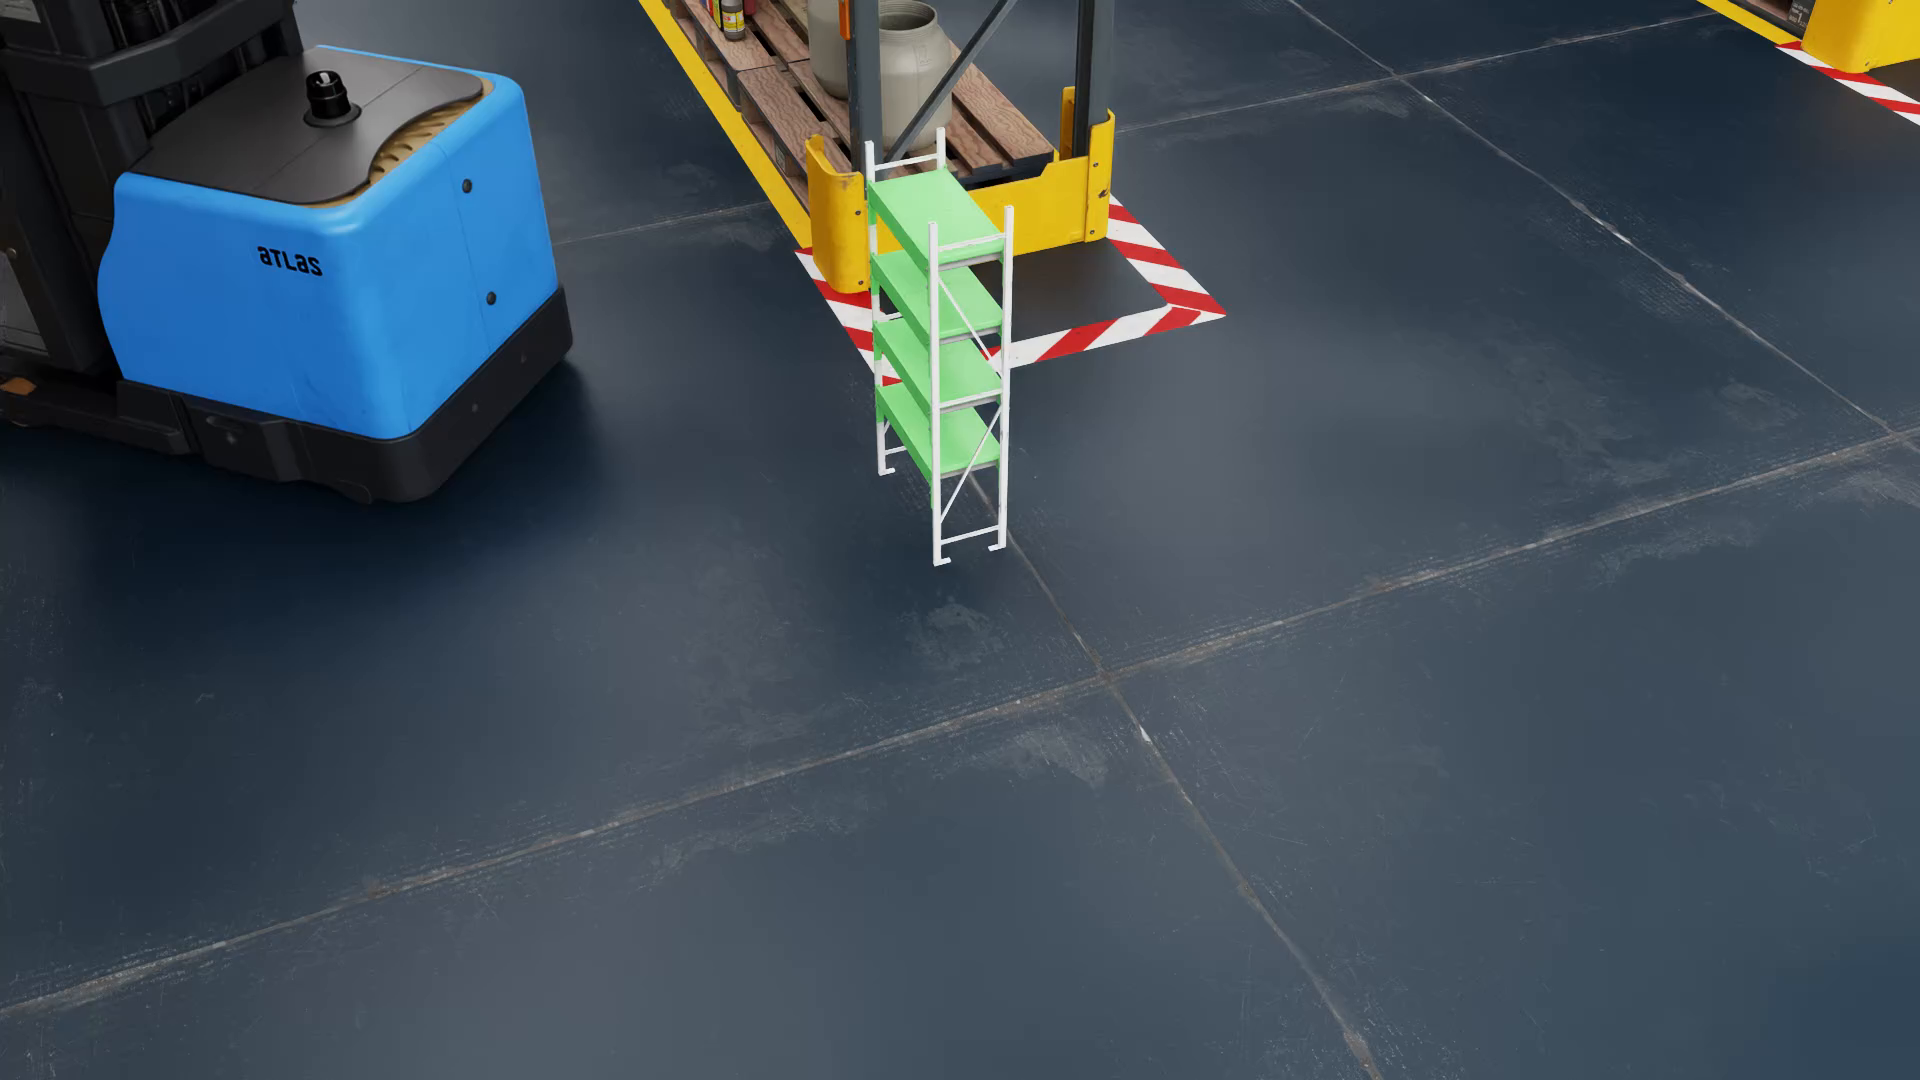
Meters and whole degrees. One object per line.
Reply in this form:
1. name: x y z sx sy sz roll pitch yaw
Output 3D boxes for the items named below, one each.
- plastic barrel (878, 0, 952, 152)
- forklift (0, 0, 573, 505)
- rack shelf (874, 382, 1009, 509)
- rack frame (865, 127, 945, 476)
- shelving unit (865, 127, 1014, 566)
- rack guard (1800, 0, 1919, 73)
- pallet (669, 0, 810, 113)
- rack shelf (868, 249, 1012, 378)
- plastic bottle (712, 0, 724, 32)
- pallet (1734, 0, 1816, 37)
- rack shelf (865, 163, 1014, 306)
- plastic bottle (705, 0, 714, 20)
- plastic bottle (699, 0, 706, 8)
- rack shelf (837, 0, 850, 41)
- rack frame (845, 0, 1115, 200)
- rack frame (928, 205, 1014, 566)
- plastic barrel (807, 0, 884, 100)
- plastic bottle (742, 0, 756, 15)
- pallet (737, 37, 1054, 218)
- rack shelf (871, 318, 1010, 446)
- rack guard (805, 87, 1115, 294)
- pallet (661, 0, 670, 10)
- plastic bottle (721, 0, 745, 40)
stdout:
1. plastic barrel: -0.243 -1.872 6.712 0.421 0.512 0.421 0 41 0
2. forklift: -2.959 -1.810 5.106 3.031 2.935 1.130 13 42 15
3. rack shelf: -0.063 -0.324 5.173 0.258 0.148 0.480 -15 43 -17
4. rack frame: -0.157 -0.702 5.146 0.240 1.200 0.015 -15 43 -17
5. shelving unit: -0.063 -0.555 4.975 0.258 1.200 0.503 -15 43 -17
6. rack guard: 4.627 -2.612 7.904 1.175 0.500 0.348 -15 43 -17
7. pallet: -0.762 -2.480 7.972 1.003 0.211 1.213 -15 43 -17
8. rack shelf: -0.063 -0.688 4.860 0.258 0.148 0.480 -15 43 -17
9. plastic bottle: -1.089 -2.478 7.577 0.061 0.283 0.133 -14 43 -16
10. pallet: 4.349 -3.001 8.578 1.003 0.211 1.213 -15 43 -17
11. rack shelf: -0.063 -0.870 4.703 0.258 0.148 0.480 -15 43 -17
12. plastic bottle: -1.099 -2.568 7.688 0.152 0.276 0.135 -15 43 -17
13. plastic bottle: -1.152 -2.652 7.785 0.152 0.276 0.135 -16 43 -18
14. rack shelf: -0.685 -3.211 7.235 1.077 0.370 4.000 -15 43 -17
15. rack frame: 0.080 -2.279 5.599 1.000 3.000 0.127 -15 43 -17
16. rack frame: 0.030 -0.408 4.804 0.240 1.200 0.015 -15 43 -17
17. plastic barrel: -0.434 -2.174 7.063 0.421 0.512 0.421 0 41 0
18. plastic bottle: -1.001 -2.598 7.717 0.061 0.283 0.133 -15 43 -17
19. pallet: -0.299 -1.746 7.119 1.003 0.211 1.213 -15 43 -17
20. rack shelf: -0.063 -0.506 5.016 0.258 0.148 0.480 -15 43 -17
21. rack guard: 0.007 -1.365 6.454 1.175 0.500 0.348 -15 43 -17
22. pallet: -1.232 -3.216 8.828 1.003 0.211 1.213 -15 43 -17
23. plastic bottle: -1.028 -2.381 7.527 0.097 0.201 0.097 0 41 0
